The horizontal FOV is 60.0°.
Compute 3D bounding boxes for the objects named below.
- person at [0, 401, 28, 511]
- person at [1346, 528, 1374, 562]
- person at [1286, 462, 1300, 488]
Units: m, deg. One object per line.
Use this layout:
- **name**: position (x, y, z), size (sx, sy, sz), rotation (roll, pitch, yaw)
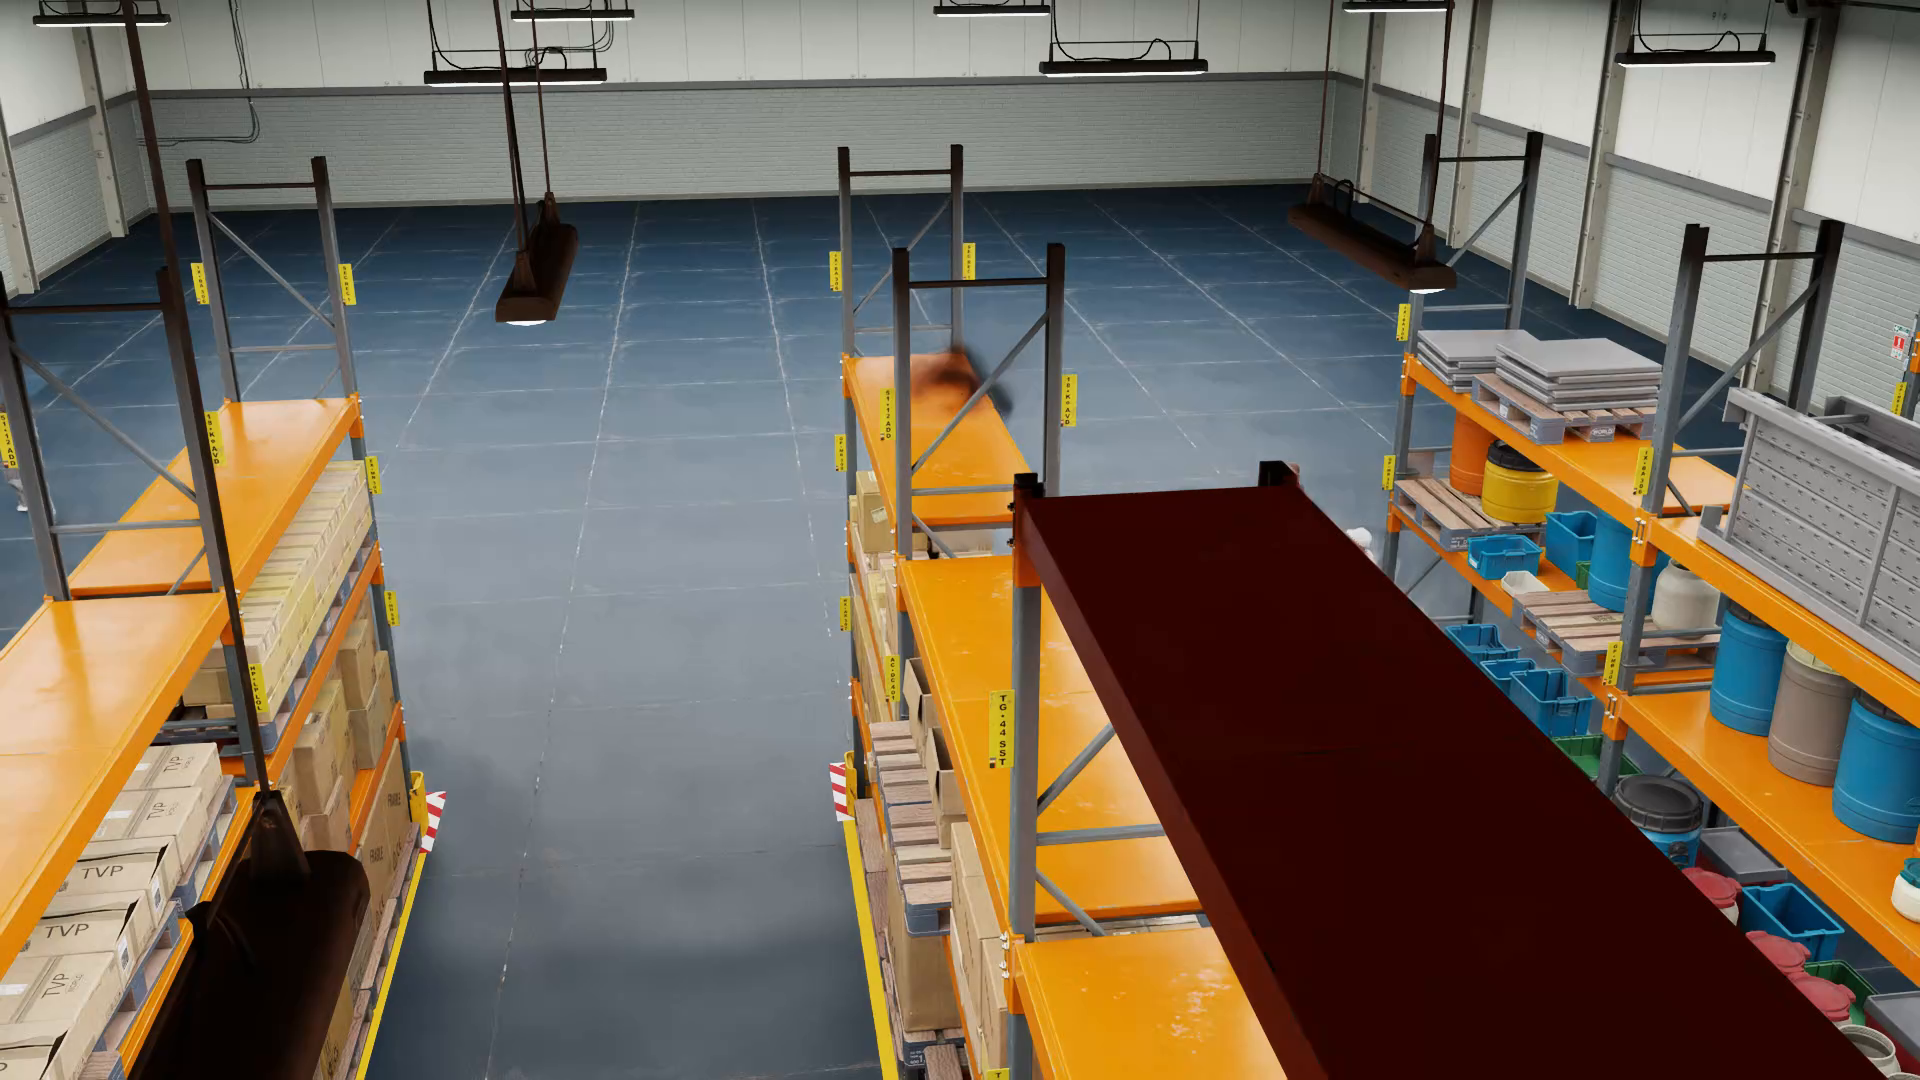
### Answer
- **person**: position (-12.644, -1.085, 22.292), size (0.628, 1.580, 0.539), rotation (16, 27, 35)
- **person**: position (4.089, 0.705, 17.382), size (0.879, 1.805, 0.659), rotation (12, 25, 28)
- **person**: position (3.744, -0.114, 19.632), size (0.617, 1.704, 0.648), rotation (7, 23, 18)
